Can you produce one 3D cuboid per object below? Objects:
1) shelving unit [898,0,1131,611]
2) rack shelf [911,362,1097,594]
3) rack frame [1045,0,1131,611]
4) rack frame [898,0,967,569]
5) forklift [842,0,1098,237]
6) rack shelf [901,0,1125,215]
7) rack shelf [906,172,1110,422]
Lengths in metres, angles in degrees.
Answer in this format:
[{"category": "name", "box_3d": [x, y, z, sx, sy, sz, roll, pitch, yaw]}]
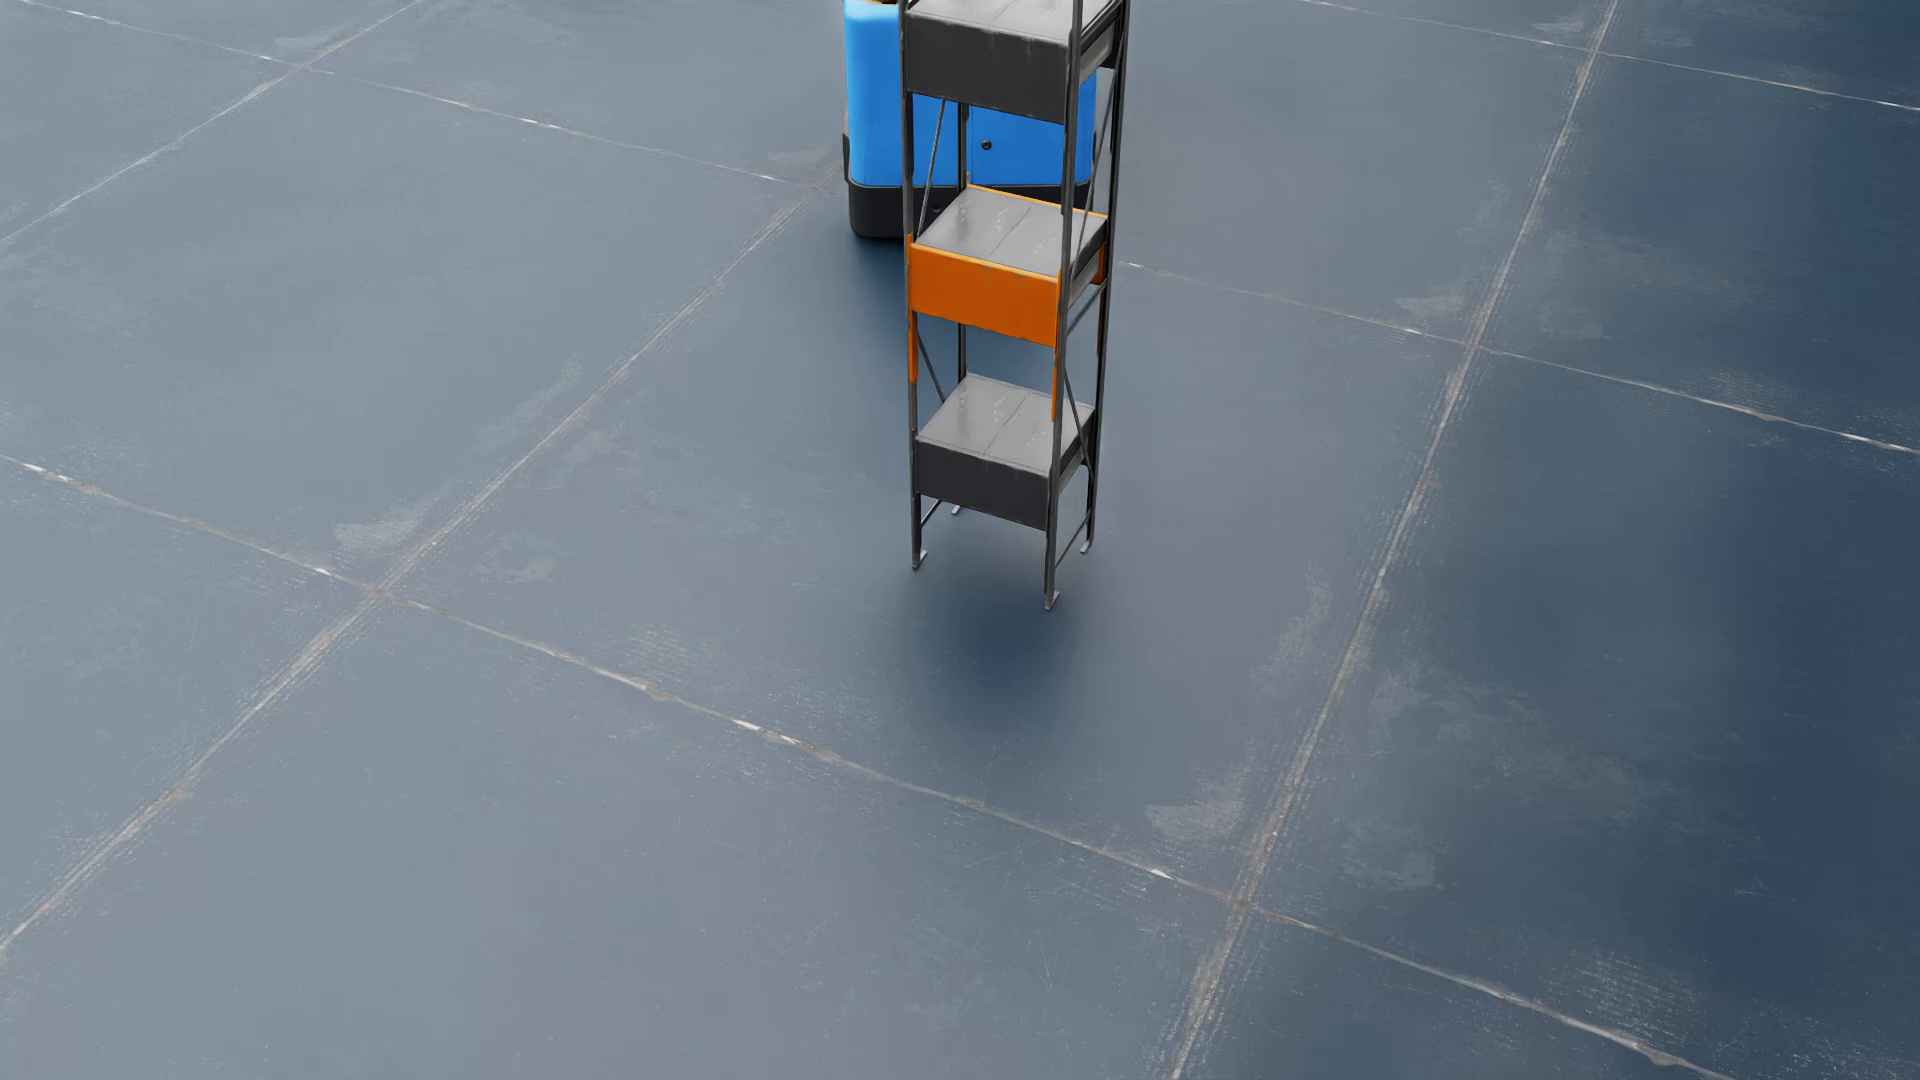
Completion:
[{"category": "shelving unit", "box_3d": [0.150, -0.748, 5.009, 0.503, 2.100, 0.431, 17, 44, 19]}, {"category": "rack shelf", "box_3d": [0.150, -0.208, 5.477, 0.480, 0.518, 0.431, 17, 44, 19]}, {"category": "rack frame", "box_3d": [0.371, -0.680, 4.931, 0.015, 2.100, 0.400, 17, 44, 19]}, {"category": "rack frame", "box_3d": [-0.071, -0.815, 5.087, 0.015, 2.100, 0.400, 17, 44, 19]}, {"category": "forklift", "box_3d": [0.025, -3.349, 7.376, 1.130, 2.935, 3.031, -1, 41, -1]}, {"category": "rack shelf", "box_3d": [0.150, -1.266, 4.560, 0.480, 0.518, 0.431, 17, 44, 19]}, {"category": "rack shelf", "box_3d": [0.150, -0.737, 5.018, 0.480, 0.518, 0.431, 17, 44, 19]}]
